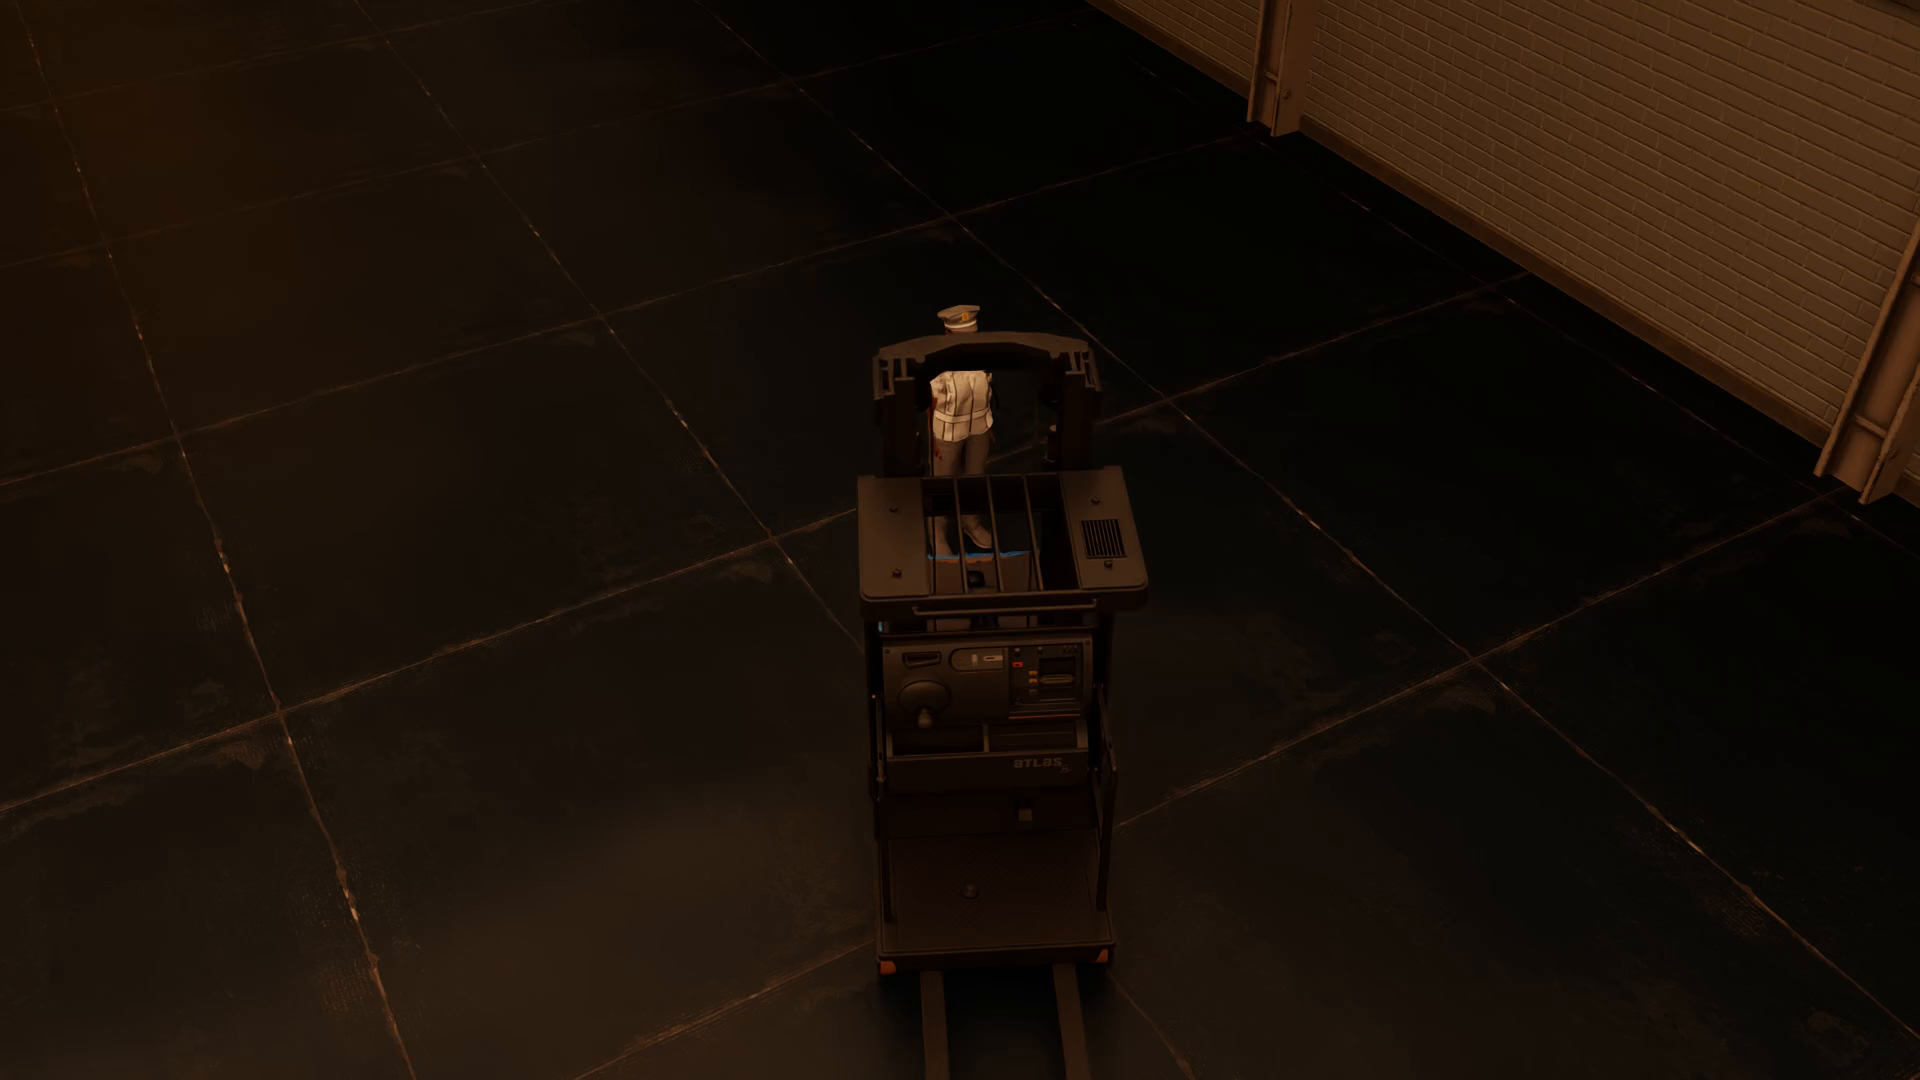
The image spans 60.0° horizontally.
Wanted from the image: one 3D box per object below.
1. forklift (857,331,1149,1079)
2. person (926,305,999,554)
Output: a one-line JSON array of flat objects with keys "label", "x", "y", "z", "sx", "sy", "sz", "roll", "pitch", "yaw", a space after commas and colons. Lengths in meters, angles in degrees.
[{"label": "forklift", "x": 0.141, "y": 0.701, "z": 7.190, "sx": 1.130, "sy": 2.935, "sz": 3.031, "roll": -2, "pitch": 40, "yaw": -3}, {"label": "person", "x": 0.001, "y": -0.641, "z": 9.786, "sx": 0.451, "sy": 1.690, "sz": 0.348, "roll": -20, "pitch": 44, "yaw": -23}]
